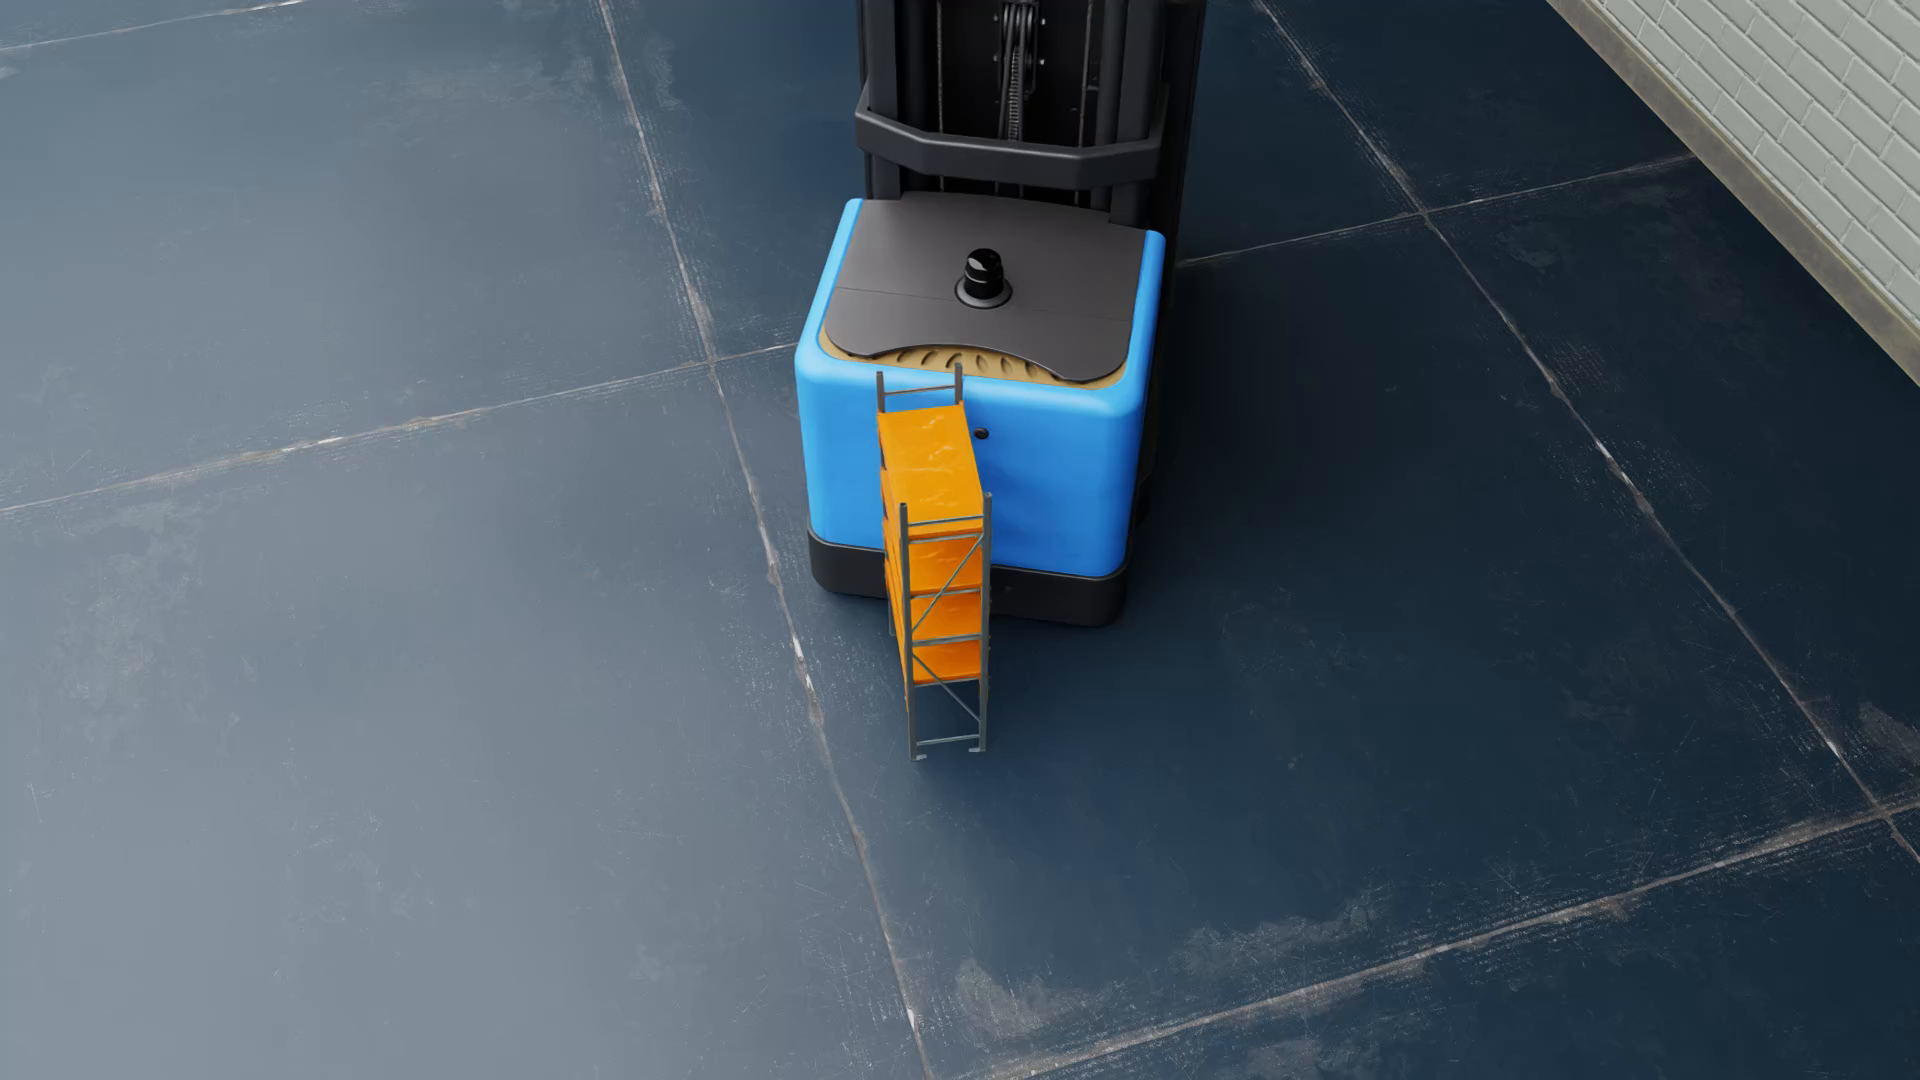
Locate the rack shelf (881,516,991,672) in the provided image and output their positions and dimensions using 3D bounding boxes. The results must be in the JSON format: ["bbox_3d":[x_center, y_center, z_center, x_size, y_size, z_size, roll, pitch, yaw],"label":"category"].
[{"bbox_3d":[-0.075,0.142,4.934,0.258,0.148,0.480,-7,50,-6],"label":"rack shelf"}]

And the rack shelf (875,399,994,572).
[{"bbox_3d":[-0.075,-0.155,4.582,0.258,0.148,0.480,-7,50,-6],"label":"rack shelf"}]

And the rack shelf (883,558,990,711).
[{"bbox_3d":[-0.075,0.270,5.085,0.258,0.148,0.480,-7,50,-6],"label":"rack shelf"}]

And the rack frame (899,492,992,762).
[{"bbox_3d":[-0.037,0.283,4.727,0.240,1.200,0.015,-7,50,-6],"label":"rack frame"}]

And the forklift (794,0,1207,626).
[{"bbox_3d":[0.259,-1.813,5.361,1.130,2.935,3.031,7,50,6],"label":"forklift"}]

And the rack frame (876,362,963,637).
[{"bbox_3d":[-0.113,-0.086,5.038,0.240,1.200,0.015,-7,50,-6],"label":"rack frame"}]

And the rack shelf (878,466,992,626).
[{"bbox_3d":[-0.075,-0.002,4.763,0.258,0.148,0.480,-7,50,-6],"label":"rack shelf"}]

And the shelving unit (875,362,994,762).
[{"bbox_3d":[-0.075,0.099,4.882,0.258,1.200,0.503,-7,50,-6],"label":"shelving unit"}]
